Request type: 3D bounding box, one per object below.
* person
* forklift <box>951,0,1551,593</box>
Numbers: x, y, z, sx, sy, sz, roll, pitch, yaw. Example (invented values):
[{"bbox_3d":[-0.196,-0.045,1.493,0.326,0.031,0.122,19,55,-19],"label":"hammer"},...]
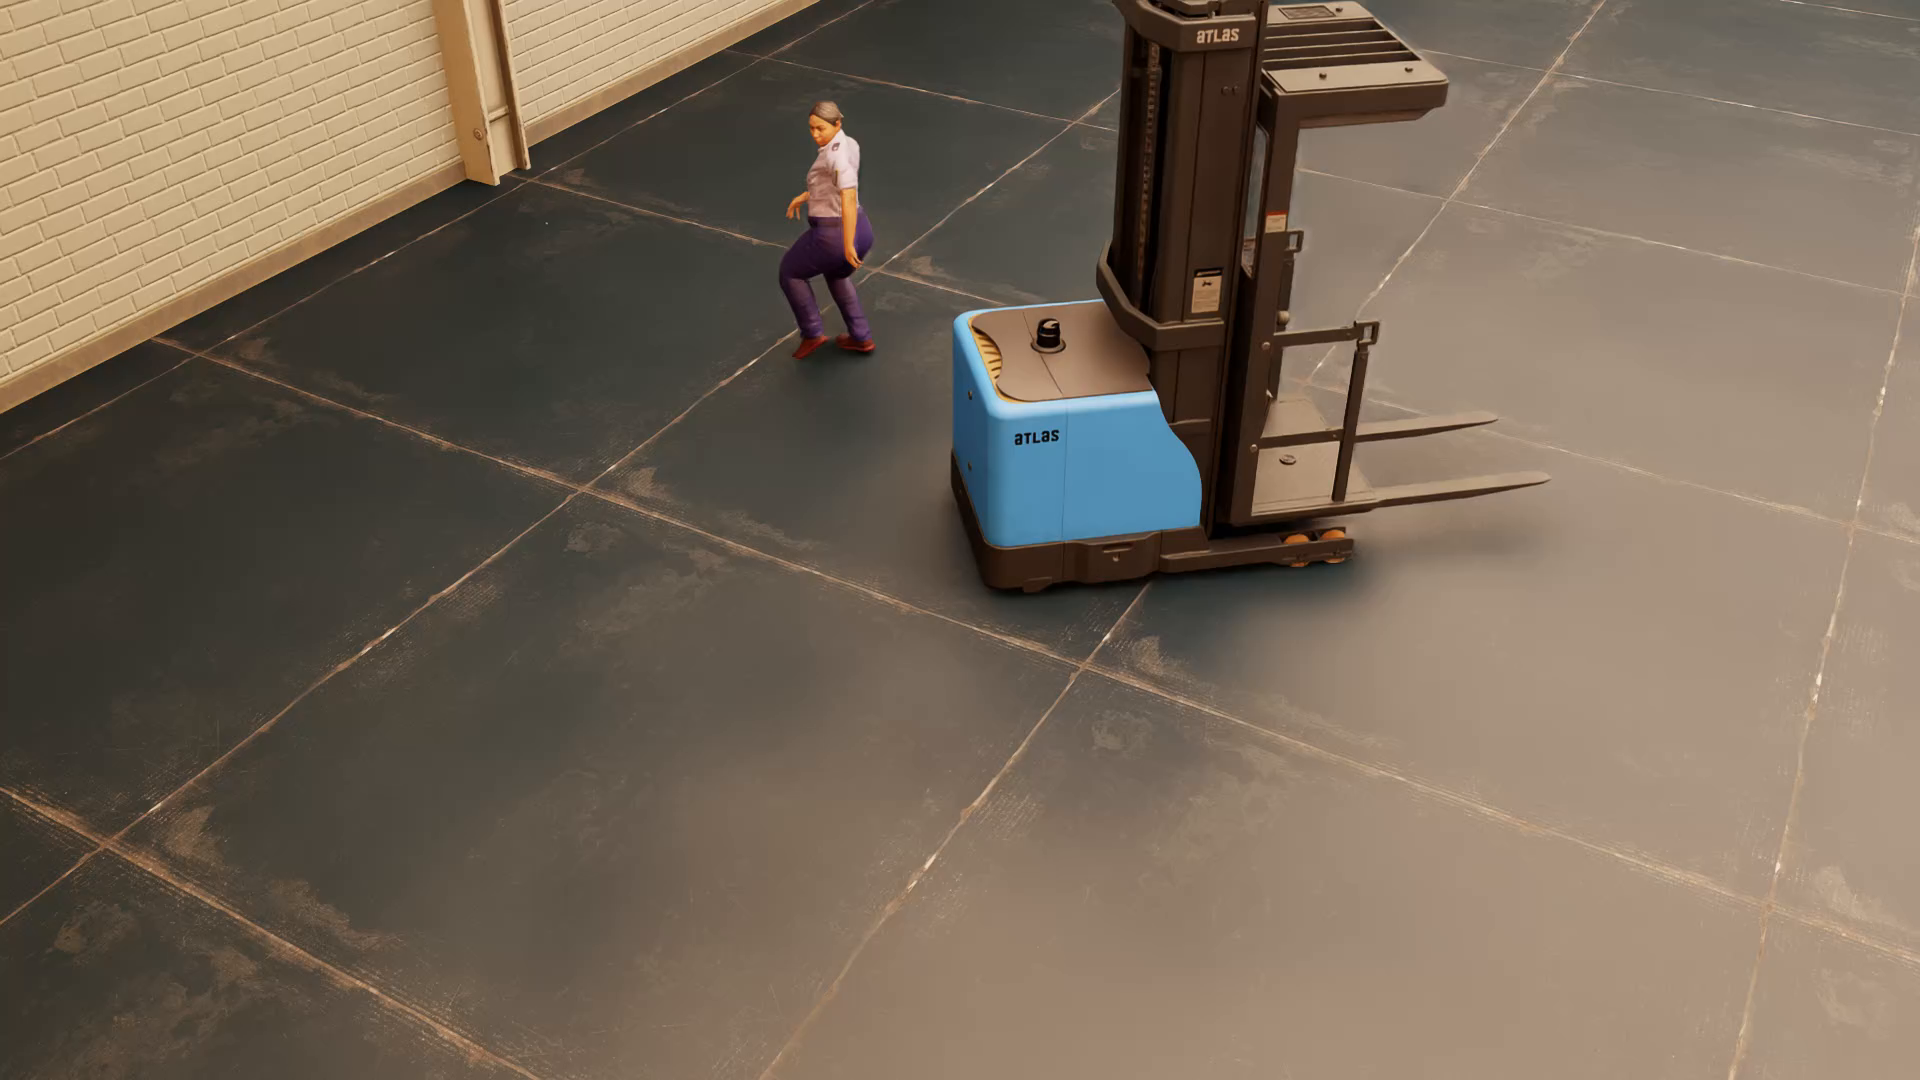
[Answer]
[{"bbox_3d":[-0.733,-1.777,9.741,0.713,1.633,0.610,19,40,24],"label":"person"},{"bbox_3d":[1.520,-1.350,7.944,3.031,2.935,1.130,-6,36,-9],"label":"forklift"}]
